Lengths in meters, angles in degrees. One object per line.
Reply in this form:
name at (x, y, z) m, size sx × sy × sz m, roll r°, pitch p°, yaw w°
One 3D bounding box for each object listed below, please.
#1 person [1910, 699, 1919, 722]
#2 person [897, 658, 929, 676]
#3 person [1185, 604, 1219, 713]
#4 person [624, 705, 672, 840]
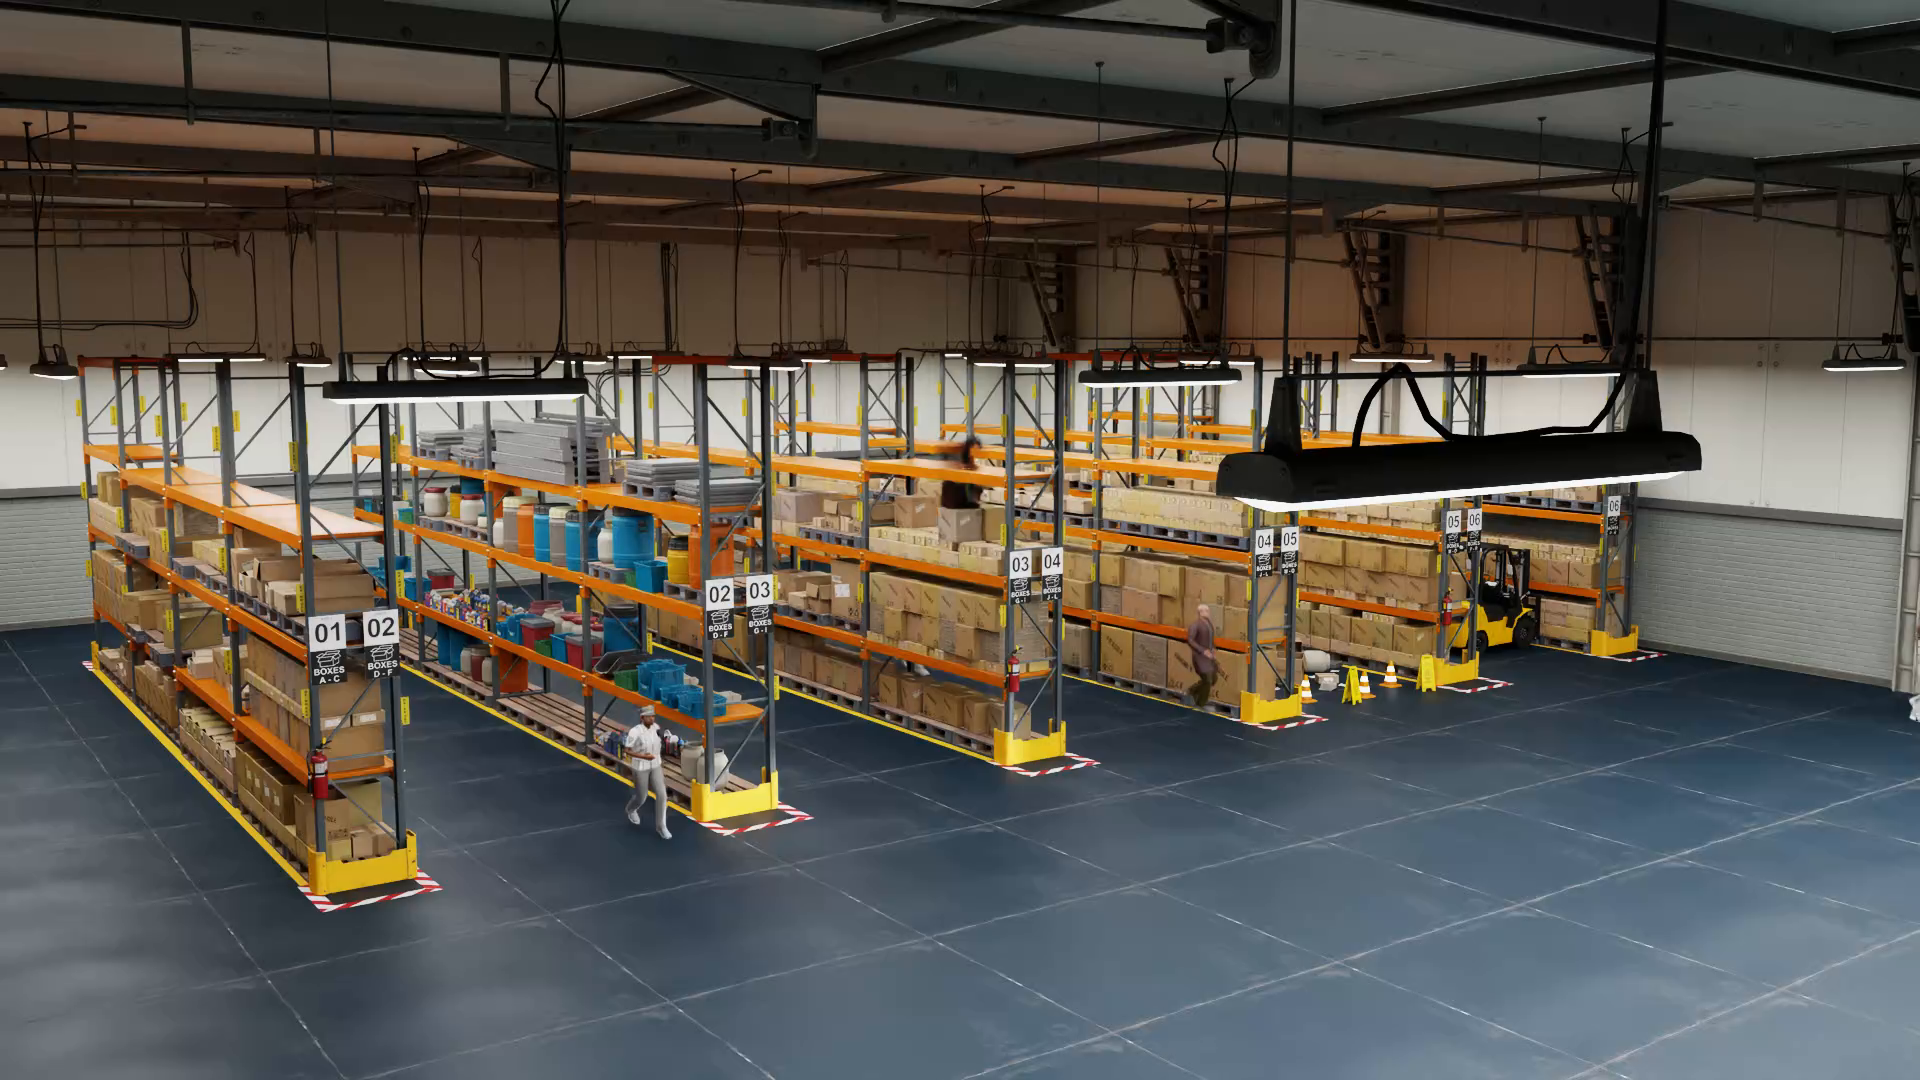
person at (16.000, 2.194, 27.359) m, size 0.565 × 1.641 × 0.616 m, roll 5°, pitch 9°, yaw 37°
person at (-0.898, 1.610, 31.451) m, size 1.032 × 1.781 × 0.695 m, roll 7°, pitch 10°, yaw 44°
person at (3.911, 1.910, 27.023) m, size 0.611 × 1.755 × 0.739 m, roll 5°, pitch 8°, yaw 35°
person at (-4.024, 2.930, 21.298) m, size 0.614 × 1.708 × 0.895 m, roll -6°, pitch 9°, yaw -39°
